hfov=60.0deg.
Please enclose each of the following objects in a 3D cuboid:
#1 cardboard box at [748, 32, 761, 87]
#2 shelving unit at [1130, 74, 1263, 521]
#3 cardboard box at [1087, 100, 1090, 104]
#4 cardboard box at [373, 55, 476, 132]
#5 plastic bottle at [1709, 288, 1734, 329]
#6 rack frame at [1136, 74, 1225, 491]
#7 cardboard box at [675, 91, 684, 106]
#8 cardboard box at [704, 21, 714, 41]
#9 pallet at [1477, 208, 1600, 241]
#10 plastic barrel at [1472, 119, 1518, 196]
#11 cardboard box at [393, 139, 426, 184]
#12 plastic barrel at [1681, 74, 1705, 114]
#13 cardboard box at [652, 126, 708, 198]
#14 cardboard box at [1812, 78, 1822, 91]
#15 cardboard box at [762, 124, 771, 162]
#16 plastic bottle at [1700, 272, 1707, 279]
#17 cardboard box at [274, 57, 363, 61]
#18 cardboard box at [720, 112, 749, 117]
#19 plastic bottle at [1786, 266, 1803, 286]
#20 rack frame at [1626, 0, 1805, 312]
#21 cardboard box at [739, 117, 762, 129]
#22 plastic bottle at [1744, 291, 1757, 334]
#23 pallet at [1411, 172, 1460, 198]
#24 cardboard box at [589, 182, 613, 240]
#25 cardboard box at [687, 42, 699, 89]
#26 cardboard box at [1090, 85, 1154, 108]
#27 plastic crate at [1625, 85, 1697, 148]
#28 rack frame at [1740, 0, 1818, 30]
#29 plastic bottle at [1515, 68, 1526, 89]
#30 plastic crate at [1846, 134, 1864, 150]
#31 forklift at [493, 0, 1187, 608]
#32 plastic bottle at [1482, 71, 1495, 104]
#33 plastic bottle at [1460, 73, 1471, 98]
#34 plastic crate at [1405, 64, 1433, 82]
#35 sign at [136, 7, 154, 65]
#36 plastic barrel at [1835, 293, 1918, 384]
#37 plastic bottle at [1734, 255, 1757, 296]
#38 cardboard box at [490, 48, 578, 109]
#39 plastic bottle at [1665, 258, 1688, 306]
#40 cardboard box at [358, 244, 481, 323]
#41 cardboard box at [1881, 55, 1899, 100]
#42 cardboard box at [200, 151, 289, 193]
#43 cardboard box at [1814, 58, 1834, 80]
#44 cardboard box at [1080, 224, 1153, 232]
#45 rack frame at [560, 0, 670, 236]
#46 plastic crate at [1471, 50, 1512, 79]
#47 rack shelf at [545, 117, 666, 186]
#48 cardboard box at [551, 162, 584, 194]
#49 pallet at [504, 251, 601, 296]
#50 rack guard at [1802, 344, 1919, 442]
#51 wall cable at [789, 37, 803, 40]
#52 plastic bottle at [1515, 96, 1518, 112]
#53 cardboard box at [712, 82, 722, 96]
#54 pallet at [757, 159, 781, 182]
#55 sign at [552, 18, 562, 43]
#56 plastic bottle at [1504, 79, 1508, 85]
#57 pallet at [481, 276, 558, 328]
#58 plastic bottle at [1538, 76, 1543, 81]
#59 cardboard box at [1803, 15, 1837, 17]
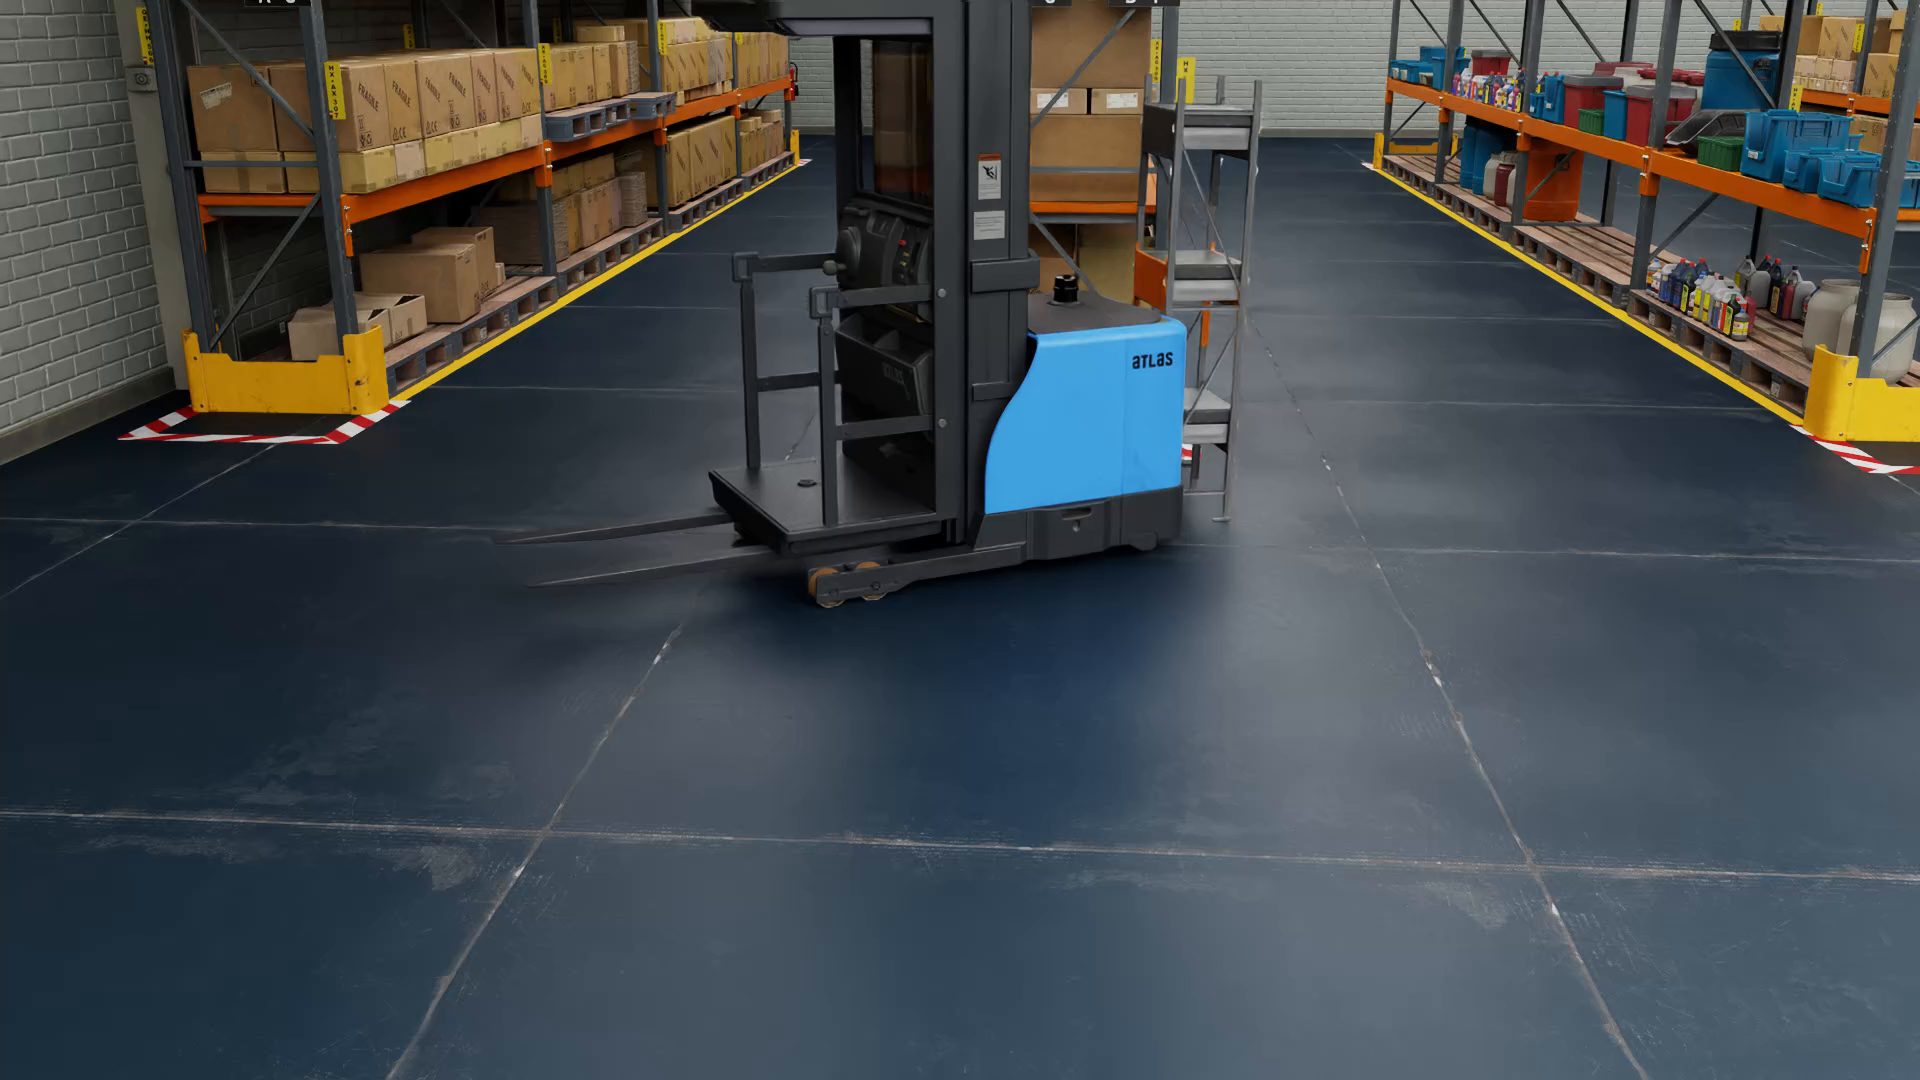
[{"bbox_3d":[-3.245,-6.505,22.475,0.980,0.700,0.700,1,18,3],"label":"cardboard box"},{"bbox_3d":[1.110,-1.166,8.090,0.431,2.100,0.503,-2,18,-12],"label":"shelving unit"},{"bbox_3d":[0.843,-2.641,11.004,0.700,0.500,0.500,1,18,4],"label":"cardboard box"},{"bbox_3d":[-3.770,-3.151,11.726,0.500,0.500,0.500,2,18,6],"label":"cardboard box"},{"bbox_3d":[5.413,-1.635,11.763,0.152,0.276,0.135,1,18,2],"label":"plastic bottle"},{"bbox_3d":[1.060,-1.240,8.317,0.400,2.100,0.015,-2,18,-12],"label":"rack frame"},{"bbox_3d":[-3.260,-4.871,18.343,0.380,0.149,0.250,2,18,6],"label":"cardboard box"},{"bbox_3d":[-3.219,-6.054,19.708,0.500,0.250,0.500,2,18,5],"label":"cardboard box"},{"bbox_3d":[6.252,-3.425,18.036,1.003,0.211,1.213,1,18,4],"label":"pallet"},{"bbox_3d":[6.417,-4.560,19.718,0.600,0.901,0.708,1,18,4],"label":"plastic barrel"},{"bbox_3d":[-3.844,-2.485,10.898,0.500,0.250,0.500,1,18,2],"label":"cardboard box"},{"bbox_3d":[6.237,-3.618,13.931,0.433,0.535,0.433,0,18,0],"label":"plastic barrel"},{"bbox_3d":[-3.392,-4.401,19.313,0.750,0.750,0.750,1,18,4],"label":"cardboard box"},{"bbox_3d":[11.214,-5.858,21.387,0.380,0.149,0.250,2,18,5],"label":"cardboard box"},{"bbox_3d":[-3.093,-5.690,23.811,0.700,0.500,0.500,1,18,2],"label":"cardboard box"},{"bbox_3d":[5.588,-1.885,12.534,0.097,0.271,0.097,0,18,0],"label":"plastic bottle"},{"bbox_3d":[-4.318,-3.003,11.275,0.500,0.500,0.500,1,18,2],"label":"cardboard box"},{"bbox_3d":[-3.266,-6.118,24.076,0.380,0.149,0.250,1,18,4],"label":"cardboard box"},{"bbox_3d":[6.155,-1.846,12.286,0.144,0.351,0.185,1,18,4],"label":"plastic bottle"},{"bbox_3d":[5.950,-3.262,13.060,1.000,3.000,0.127,1,18,4],"label":"rack frame"},{"bbox_3d":[-2.958,-5.782,23.049,0.380,0.149,0.250,1,18,2],"label":"cardboard box"},{"bbox_3d":[5.509,-1.593,11.624,0.061,0.283,0.133,1,18,4],"label":"plastic bottle"},{"bbox_3d":[6.538,-4.650,21.776,1.003,0.211,1.213,1,18,4],"label":"pallet"},{"bbox_3d":[-3.805,-3.209,16.208,0.700,0.500,0.500,1,18,4],"label":"cardboard box"},{"bbox_3d":[-3.271,-5.385,18.870,0.500,0.500,0.500,1,18,4],"label":"cardboard box"},{"bbox_3d":[0.982,-2.686,10.101,0.380,0.149,0.250,1,18,2],"label":"cardboard box"},{"bbox_3d":[5.680,-3.449,13.530,0.402,0.464,0.583,1,18,4],"label":"plastic crate"},{"bbox_3d":[11.751,-6.878,24.097,1.000,3.000,0.127,1,18,4],"label":"rack frame"},{"bbox_3d":[6.627,-5.376,19.591,0.144,0.351,0.185,1,18,4],"label":"plastic bottle"},{"bbox_3d":[6.142,-2.841,12.016,0.499,0.251,0.616,1,18,4],"label":"plastic crate"},{"bbox_3d":[-0.518,-1.292,7.158,3.031,2.935,1.130,-8,20,-24],"label":"forklift"},{"bbox_3d":[5.998,-5.118,18.804,0.144,0.351,0.185,1,18,4],"label":"plastic bottle"},{"bbox_3d":[6.084,-5.438,19.902,0.152,0.276,0.135,1,18,4],"label":"plastic bottle"},{"bbox_3d":[6.370,-6.459,22.991,0.416,0.233,0.300,1,18,4],"label":"plastic crate"},{"bbox_3d":[-4.770,-2.960,9.771,0.100,0.325,0.005,1,18,4],"label":"sign"},{"bbox_3d":[5.634,-1.243,10.219,0.421,0.512,0.421,0,18,0],"label":"plastic barrel"},{"bbox_3d":[6.048,-2.009,12.784,0.144,0.351,0.185,1,18,4],"label":"plastic bottle"},{"bbox_3d":[-3.814,-4.070,14.660,0.700,0.500,0.500,3,18,10],"label":"cardboard box"},{"bbox_3d":[5.478,-1.970,12.667,0.144,0.351,0.185,2,18,5],"label":"plastic bottle"},{"bbox_3d":[-3.935,-1.878,12.146,0.700,0.500,0.500,0,18,0],"label":"cardboard box"},{"bbox_3d":[11.146,-5.390,19.394,0.500,0.500,0.500,1,18,4],"label":"cardboard box"},{"bbox_3d":[-4.378,-2.328,10.420,0.500,0.250,0.500,2,18,5],"label":"cardboard box"},{"bbox_3d":[11.268,-6.010,21.209,0.500,0.250,0.500,2,18,6],"label":"cardboard box"},{"bbox_3d":[1.094,-2.008,11.770,0.500,0.500,0.500,1,18,4],"label":"cardboard box"},{"bbox_3d":[-3.645,-4.725,17.526,1.000,3.000,0.127,1,18,4],"label":"rack frame"},{"bbox_3d":[6.838,-6.077,21.452,0.402,0.464,0.583,1,18,4],"label":"plastic crate"},{"bbox_3d":[-3.788,-3.762,15.742,1.077,0.370,4.000,1,18,4],"label":"rack shelf"},{"bbox_3d":[-3.834,-3.388,15.549,0.500,0.250,0.500,1,18,2],"label":"cardboard box"},{"bbox_3d":[-3.877,-2.400,14.907,1.003,0.211,1.213,1,18,4],"label":"pallet"},{"bbox_3d":[5.622,-0.856,9.733,1.175,0.500,0.348,1,18,4],"label":"rack guard"},{"bbox_3d":[-2.309,-10.334,29.995,3.097,2.526,0.112,1,18,4],"label":"wall cable"},{"bbox_3d":[5.867,-4.580,17.403,0.097,0.201,0.097,0,18,0],"label":"plastic bottle"},{"bbox_3d":[-3.118,-5.505,20.276,0.380,0.149,0.250,1,18,4],"label":"cardboard box"},{"bbox_3d":[-3.141,-5.257,23.627,1.003,0.211,1.213,1,18,4],"label":"pallet"},{"bbox_3d":[-4.199,-5.287,17.381,0.100,0.325,0.005,1,18,4],"label":"sign"},{"bbox_3d":[6.079,-4.993,18.531,0.061,0.283,0.133,1,18,4],"label":"plastic bottle"},{"bbox_3d":[-3.944,-1.948,13.530,1.003,0.211,1.213,1,18,4],"label":"pallet"},{"bbox_3d":[6.746,-5.246,19.314,0.152,0.276,0.135,1,18,4],"label":"plastic bottle"},{"bbox_3d":[11.978,-7.147,23.477,0.500,0.500,0.500,2,18,5],"label":"cardboard box"}]
